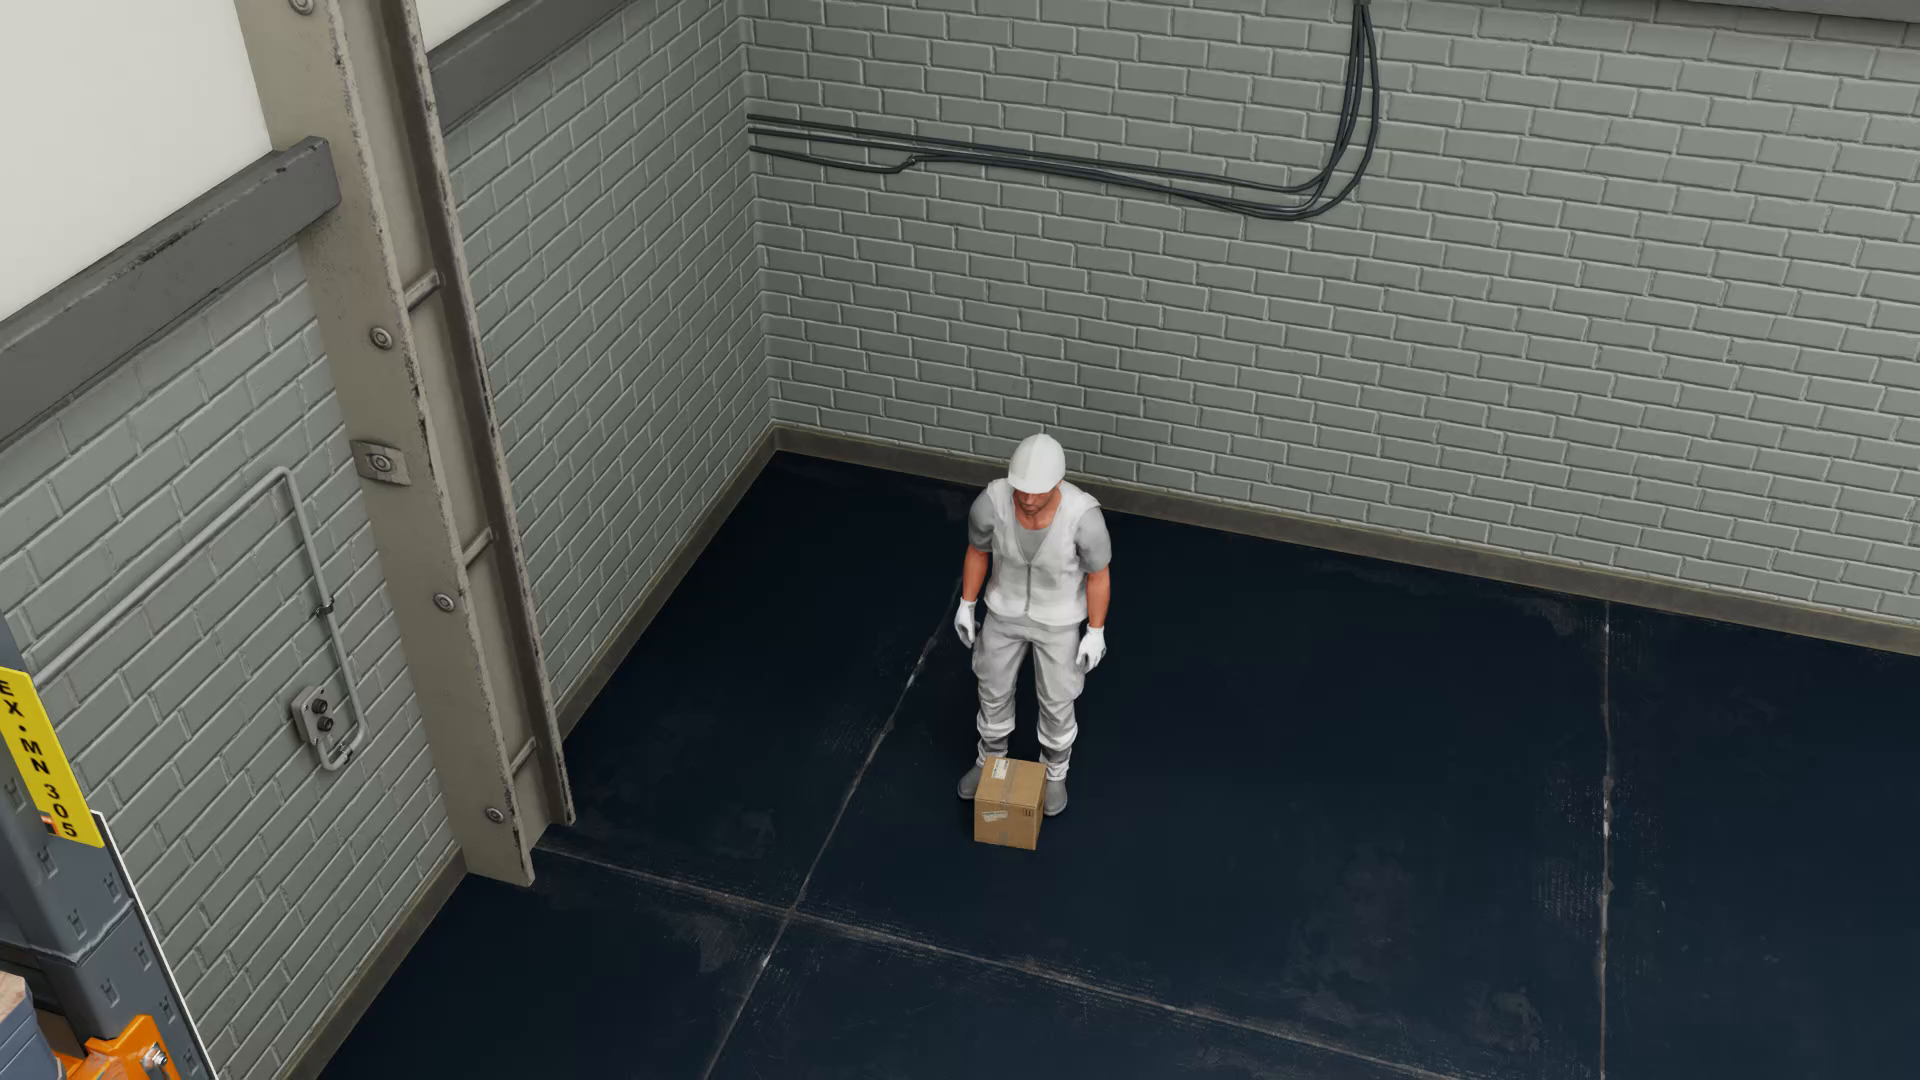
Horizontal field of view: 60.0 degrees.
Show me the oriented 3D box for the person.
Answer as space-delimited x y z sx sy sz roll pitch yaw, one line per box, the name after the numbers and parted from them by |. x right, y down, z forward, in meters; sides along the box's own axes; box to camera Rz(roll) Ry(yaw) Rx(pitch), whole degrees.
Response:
0.276 0.319 6.451 0.609 1.779 0.448 11 38 14 | person
